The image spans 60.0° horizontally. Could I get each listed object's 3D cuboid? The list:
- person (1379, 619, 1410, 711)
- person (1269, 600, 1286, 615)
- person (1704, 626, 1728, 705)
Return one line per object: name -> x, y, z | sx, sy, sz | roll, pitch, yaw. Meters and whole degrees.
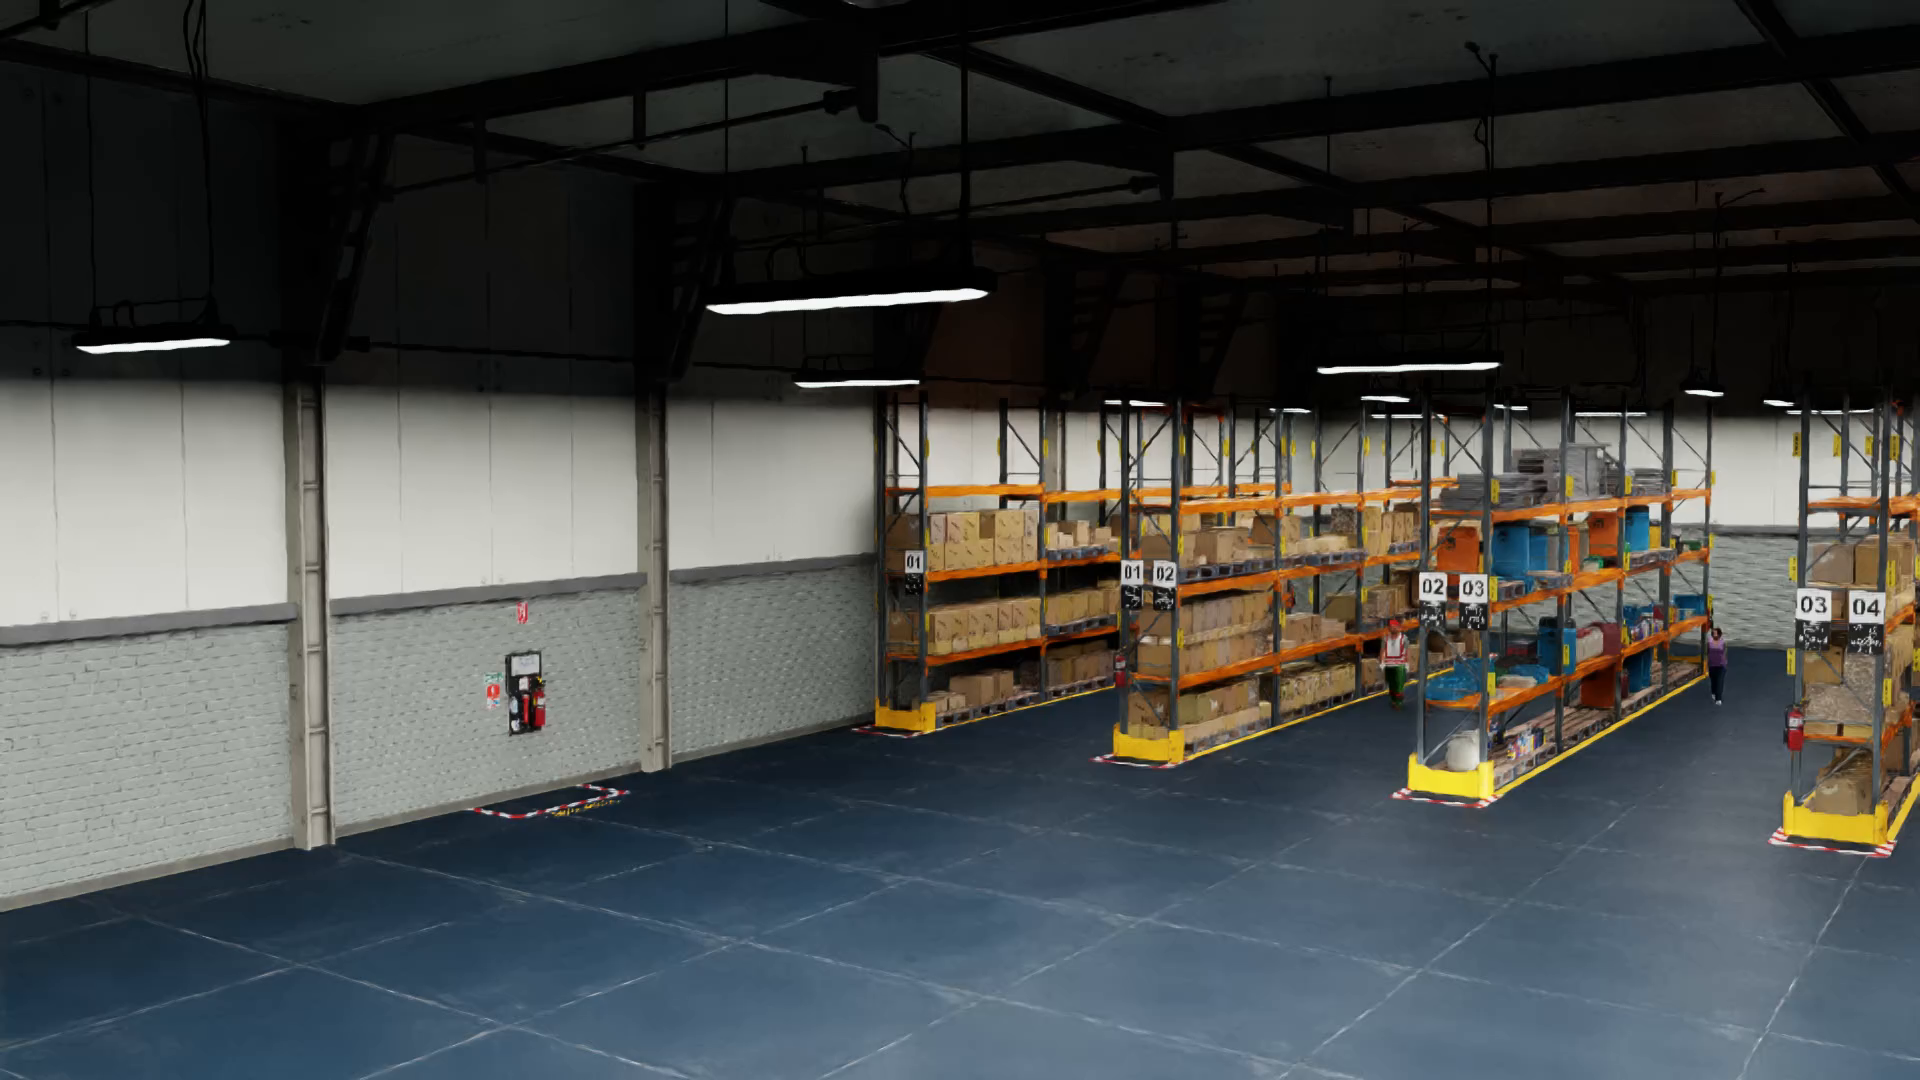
person -> 8.275, 2.366, 31.718 | 0.528, 1.727, 1.032 | 2, 4, 26
person -> 8.340, 1.696, 44.139 | 0.727, 1.726, 0.486 | -1, 3, -18
person -> 14.749, 2.431, 32.460 | 0.419, 1.500, 1.037 | 2, 4, 33
